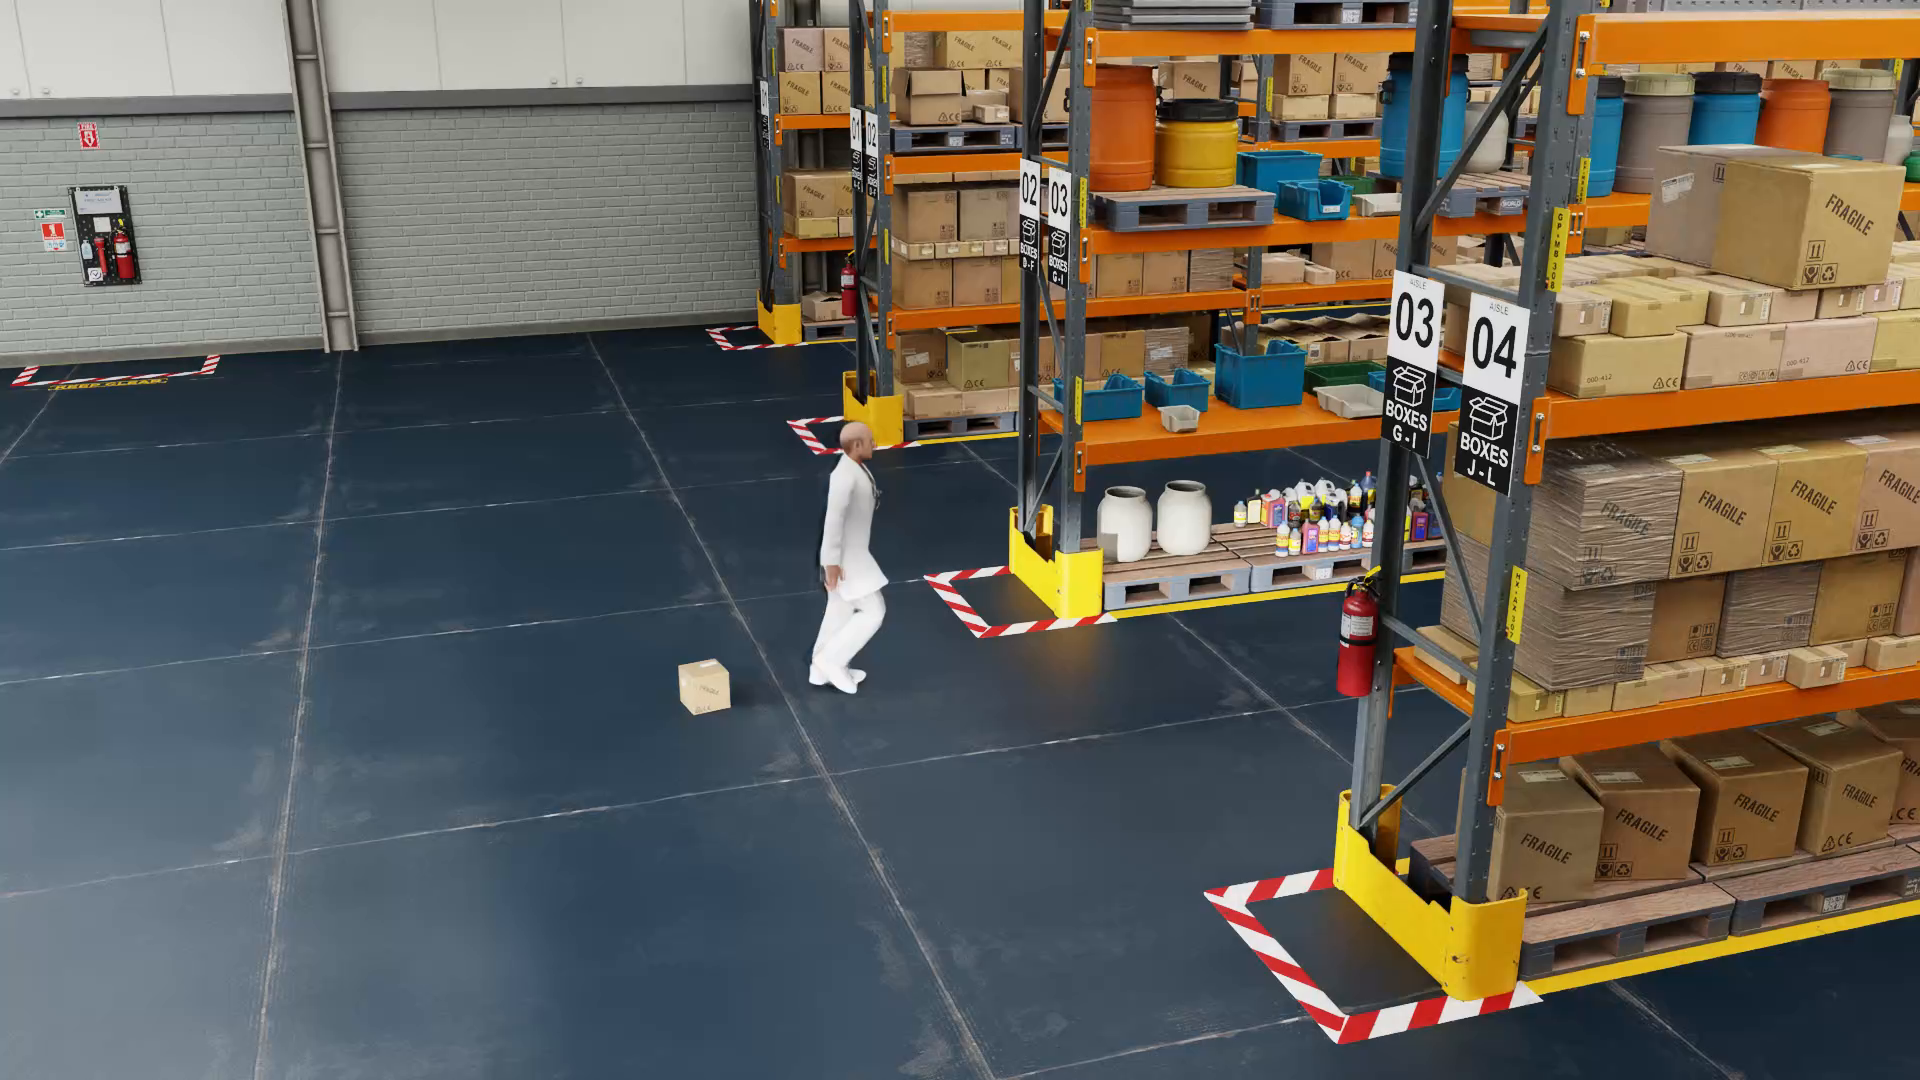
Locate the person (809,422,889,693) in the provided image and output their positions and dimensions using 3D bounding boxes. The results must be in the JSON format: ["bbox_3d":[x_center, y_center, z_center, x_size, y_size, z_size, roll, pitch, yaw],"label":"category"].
[{"bbox_3d":[-0.730,0.105,10.720,0.534,1.764,0.610,-1,19,-3],"label":"person"}]
